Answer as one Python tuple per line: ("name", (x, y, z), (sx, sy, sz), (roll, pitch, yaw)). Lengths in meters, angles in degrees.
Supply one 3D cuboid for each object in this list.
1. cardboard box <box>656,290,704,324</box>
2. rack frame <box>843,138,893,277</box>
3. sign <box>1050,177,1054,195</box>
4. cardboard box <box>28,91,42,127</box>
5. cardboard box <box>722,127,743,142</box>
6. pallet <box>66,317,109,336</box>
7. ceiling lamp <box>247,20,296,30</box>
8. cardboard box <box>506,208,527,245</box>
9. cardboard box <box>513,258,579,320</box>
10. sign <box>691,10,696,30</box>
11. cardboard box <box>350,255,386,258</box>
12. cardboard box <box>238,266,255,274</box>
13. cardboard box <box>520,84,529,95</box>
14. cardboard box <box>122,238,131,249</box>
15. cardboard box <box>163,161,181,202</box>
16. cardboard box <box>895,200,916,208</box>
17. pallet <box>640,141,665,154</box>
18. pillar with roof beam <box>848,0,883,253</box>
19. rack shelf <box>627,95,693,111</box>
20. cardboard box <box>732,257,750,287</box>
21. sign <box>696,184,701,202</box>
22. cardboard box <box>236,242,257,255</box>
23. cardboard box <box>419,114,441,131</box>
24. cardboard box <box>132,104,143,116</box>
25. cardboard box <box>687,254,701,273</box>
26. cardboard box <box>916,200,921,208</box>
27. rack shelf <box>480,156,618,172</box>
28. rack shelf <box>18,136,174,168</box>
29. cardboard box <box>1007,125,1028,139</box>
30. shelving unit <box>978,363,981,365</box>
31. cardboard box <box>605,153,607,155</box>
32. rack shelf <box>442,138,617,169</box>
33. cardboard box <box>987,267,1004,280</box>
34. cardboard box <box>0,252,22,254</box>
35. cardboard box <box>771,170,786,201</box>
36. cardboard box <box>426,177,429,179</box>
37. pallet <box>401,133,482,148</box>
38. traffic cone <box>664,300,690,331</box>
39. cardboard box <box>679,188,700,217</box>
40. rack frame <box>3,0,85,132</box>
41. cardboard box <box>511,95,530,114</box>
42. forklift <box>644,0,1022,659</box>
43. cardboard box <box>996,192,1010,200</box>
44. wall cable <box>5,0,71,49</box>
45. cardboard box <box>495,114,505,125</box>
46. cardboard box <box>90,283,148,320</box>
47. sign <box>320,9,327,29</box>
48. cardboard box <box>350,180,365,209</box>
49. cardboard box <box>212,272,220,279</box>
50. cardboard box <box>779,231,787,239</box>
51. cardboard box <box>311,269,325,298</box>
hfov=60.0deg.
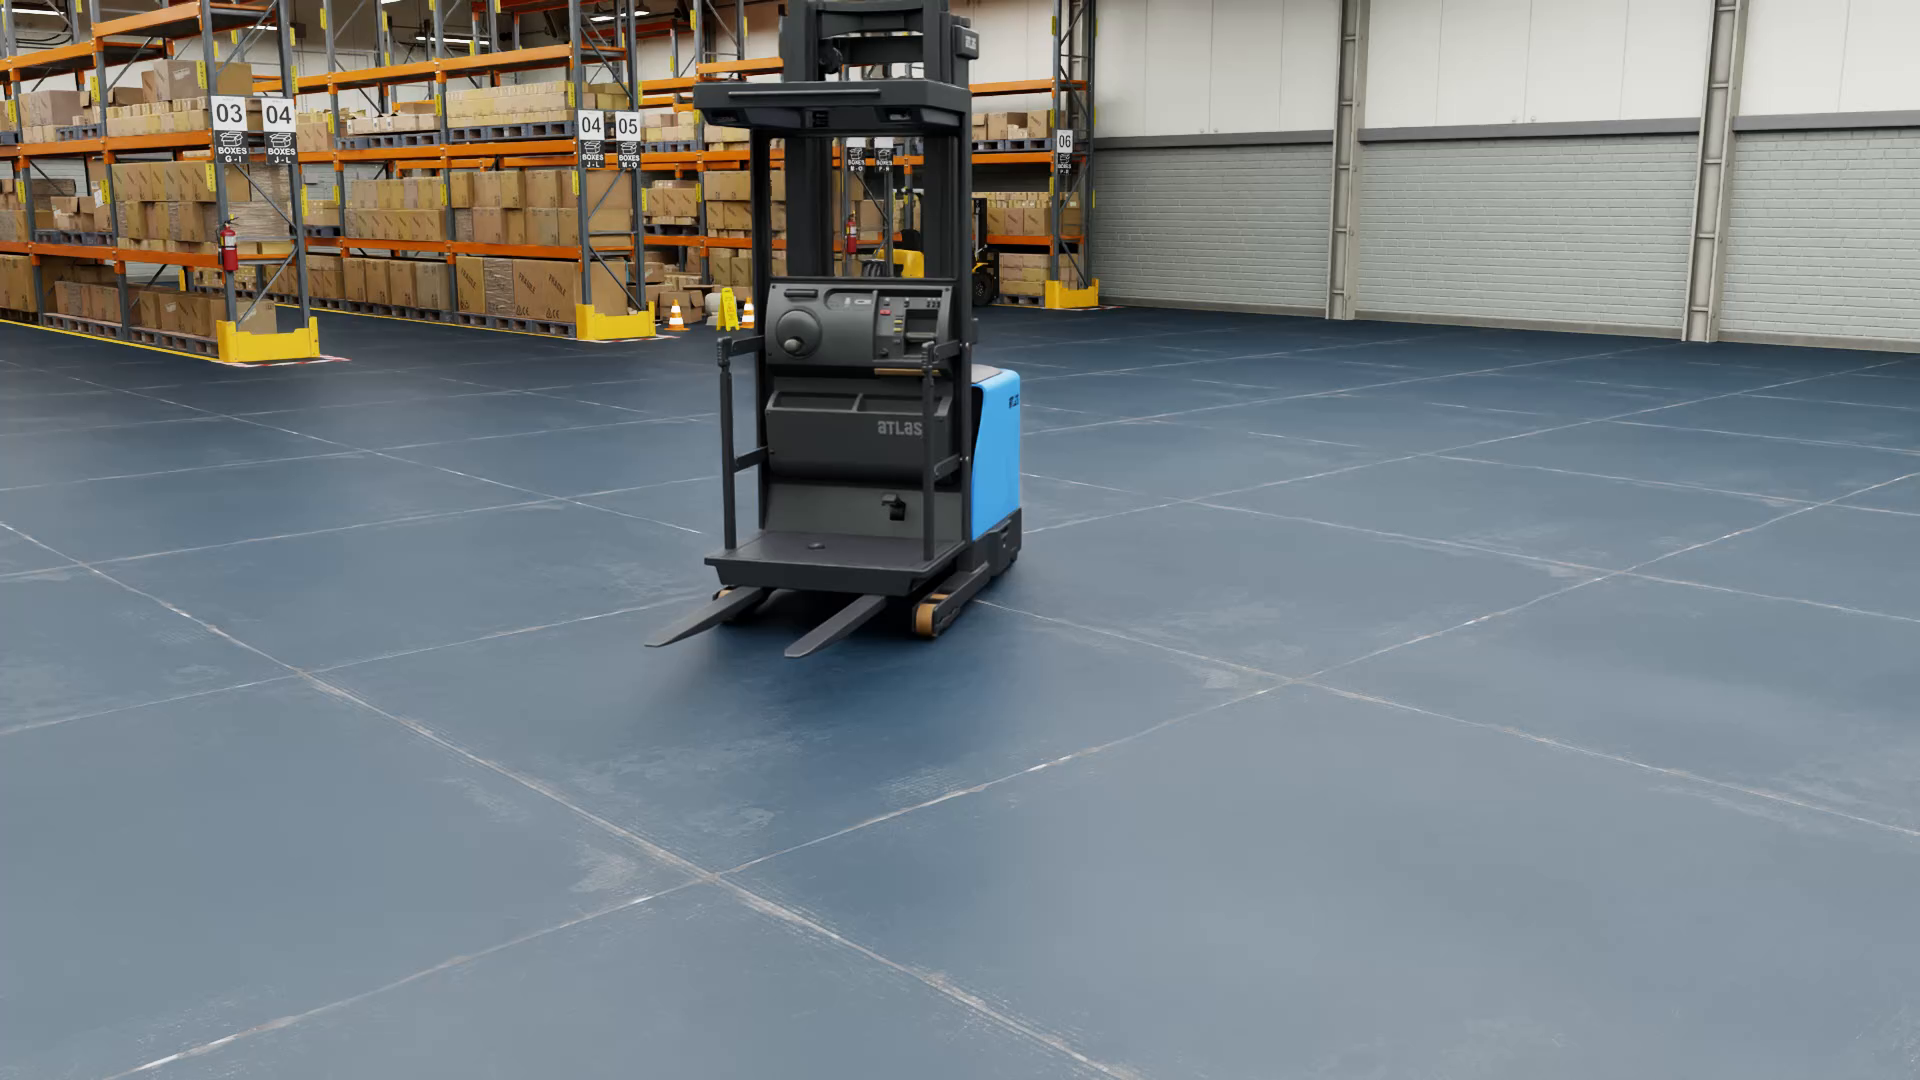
("cardboard box", (-4.559, -3.817, 27.190), (0.637, 0.503, 0.797), (1, 12, 6))
("rack frame", (-1.515, -5.136, 27.407), (1.000, 3.000, 0.127), (-11, 16, -43))
("sign", (1.670, -6.438, 30.269), (0.100, 0.325, 0.005), (-11, 16, -43))
("cardboard box", (-13.721, -6.507, 25.139), (0.500, 0.500, 0.500), (-11, 16, -42))
("cardboard box", (-3.809, -7.085, 29.067), (0.500, 0.250, 0.500), (-11, 16, -43))
("pallet", (-12.831, -3.265, 25.234), (1.003, 0.211, 1.213), (-11, 16, -43))
("ceiling lamp", (-16.172, -13.322, 37.808), (2.000, 3.185, 0.800), (-11, 16, -43))
("cardboard box", (-6.402, -4.801, 25.408), (0.875, 0.550, 0.500), (-11, 16, -43))
("cardboard box", (-6.151, -3.814, 25.217), (0.875, 0.875, 0.875), (-11, 16, -43))
("sign", (-4.675, -9.115, 29.145), (0.100, 0.325, 0.005), (-11, 16, -43))
("cardboard box", (-10.852, -5.082, 30.440), (0.500, 0.250, 0.500), (11, 16, 43))
("cardboard box", (-14.129, -5.366, 33.074), (0.380, 0.149, 0.250), (-11, 16, -43))
("cardboard box", (-6.204, -6.573, 24.305), (0.380, 0.149, 0.250), (-11, 16, -42))
("cardboard box", (-11.351, -4.104, 23.021), (0.380, 0.149, 0.250), (-11, 16, -43))
("cardboard box", (-9.934, -4.631, 21.491), (0.500, 0.500, 0.500), (-11, 16, -43))
("cardboard box", (-1.087, -6.798, 33.616), (0.380, 0.149, 0.250), (-10, 15, -41))
("pallet", (-5.345, -7.353, 31.198), (1.213, 0.211, 1.003), (-11, 16, -43))
("pillar with roof beam", (-5.014, -9.269, 32.603), (9.100, 9.000, 0.548), (-11, 16, -43))
("rack shelf", (-7.596, -10.456, 40.151), (1.077, 0.370, 4.000), (-11, 16, -43))
("cardboard box", (-3.687, -4.746, 29.428), (0.500, 0.500, 0.500), (-10, 15, -40))
("sign", (-4.677, -6.209, 29.745), (0.100, 0.325, 0.005), (-11, 16, -43))
("cardboard box", (-9.029, -3.645, 20.791), (0.380, 0.149, 0.250), (-11, 16, -43))
("cardboard box", (-8.392, -6.746, 26.873), (0.500, 0.250, 0.500), (-11, 16, -42))
("cardboard box", (-10.717, -5.687, 22.029), (0.380, 0.149, 0.250), (-11, 16, -44))
("cardboard box", (-6.044, -6.459, 38.982), (0.500, 0.500, 0.500), (-10, 15, -40))
("cardboard box", (-0.660, -6.695, 33.121), (0.380, 0.149, 0.250), (-11, 16, -43))
("rack shelf", (-8.421, -7.712, 34.260), (1.077, 0.370, 4.000), (-11, 16, -43))
("rack shelf", (-12.826, -5.747, 24.724), (1.077, 0.370, 4.000), (-11, 16, -43))
("cardboard box", (1.105, -7.602, 30.986), (0.396, 0.266, 0.258), (-11, 16, -42))
("shelving unit", (-0.037, -0.522, 9.843), (0.215, 1.050, 0.252), (-11, 16, -43))
("cardboard box", (-6.769, -7.600, 32.266), (0.396, 0.266, 0.258), (-11, 16, -43))
("rack shelf", (-6.407, -5.840, 25.174), (1.077, 0.370, 4.000), (-11, 16, -43))
("cardboard box", (0.800, -5.107, 31.799), (0.500, 0.250, 0.500), (-11, 16, -44))
("cardboard box", (-15.896, -4.450, 28.304), (0.875, 0.875, 1.225), (11, 16, 43))
("cardboard box", (-2.797, -5.999, 28.135), (0.700, 0.500, 0.500), (-11, 16, -43))
("cardboard box", (-11.776, -8.088, 37.402), (0.380, 0.149, 0.250), (-11, 16, -42))
("pallet", (-8.457, -6.518, 27.153), (1.217, 0.209, 0.805), (11, 16, 43))
("traffic cone", (-4.365, -3.464, 25.580), (0.336, 0.463, 0.334), (-11, 16, -43))
("cardboard box", (-4.763, -6.156, 30.330), (0.500, 0.500, 0.500), (-11, 16, -44))
("rack frame", (-14.208, -7.861, 25.765), (1.000, 3.000, 0.127), (-11, 16, -43))
("cardboard box", (-6.257, -6.406, 24.486), (0.500, 0.250, 0.500), (-11, 16, -43))
("forklift", (-0.548, -1.067, 7.828), (1.130, 2.935, 3.031), (3, 12, 15))
("cardboard box", (0.901, -6.499, 31.429), (0.380, 0.149, 0.250), (-10, 16, -41))
("wall cable", (-21.144, -11.910, 37.445), (2.277, 5.999, 0.120), (-11, 16, -43))
("cardboard box", (-6.732, -6.293, 24.925), (0.380, 0.149, 0.250), (-11, 16, -42))
("cardboard box", (-12.556, -3.576, 24.941), (0.500, 0.500, 0.700), (10, 15, 40))
("sign", (-10.936, -8.956, 28.572), (0.100, 0.325, 0.005), (-11, 16, -43))
("cardboard box", (-10.248, -6.071, 29.218), (0.700, 0.500, 0.500), (-11, 16, -43))
("cardboard box", (-15.167, -5.460, 34.267), (0.250, 0.149, 0.380), (11, 16, 42))
("cardboard box", (-2.862, -5.215, 28.411), (0.380, 0.149, 0.250), (-11, 16, -43))
("cardboard box", (-11.550, -4.716, 30.524), (0.500, 0.500, 0.500), (-10, 15, -40))
